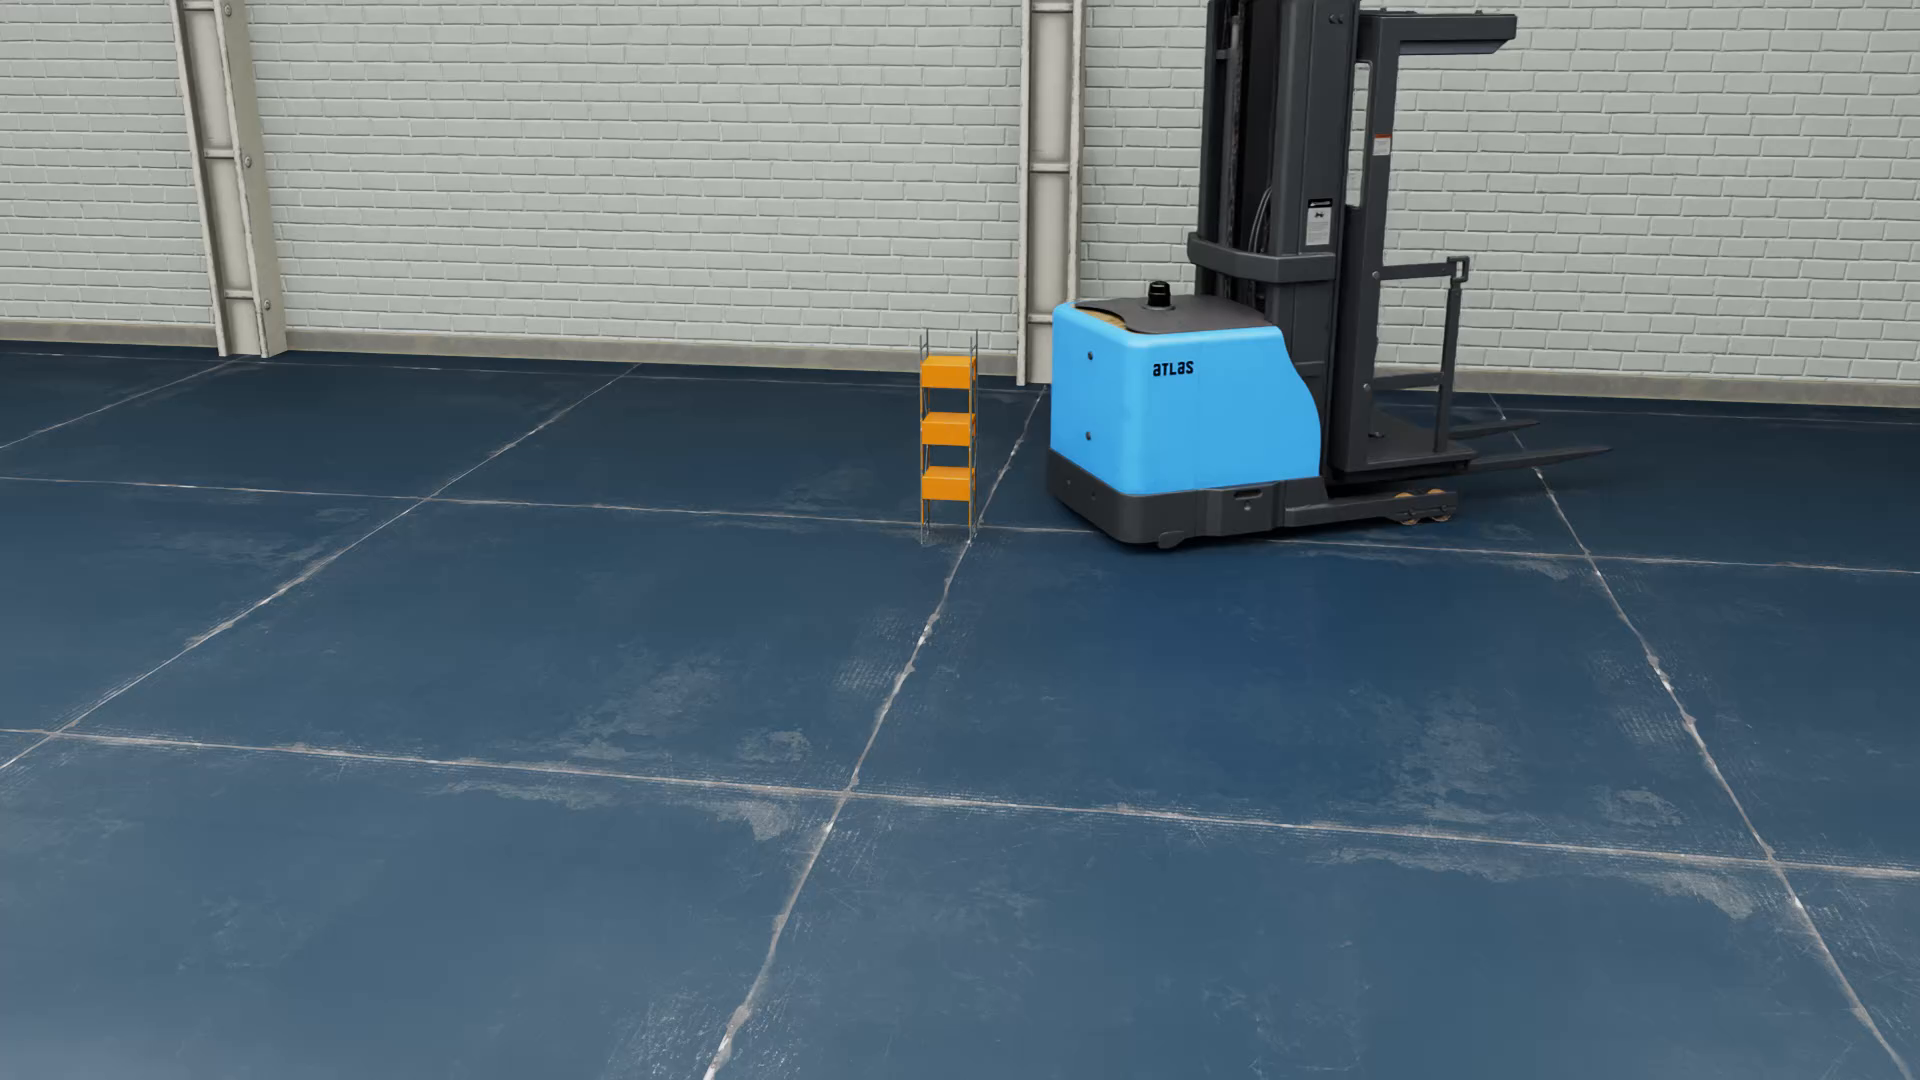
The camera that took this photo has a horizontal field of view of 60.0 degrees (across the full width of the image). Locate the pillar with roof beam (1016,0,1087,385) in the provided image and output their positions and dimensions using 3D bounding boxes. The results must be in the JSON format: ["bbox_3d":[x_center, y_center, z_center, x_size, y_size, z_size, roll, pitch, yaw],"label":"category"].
[{"bbox_3d":[-0.071,-4.029,6.164,0.400,9.000,9.100,3,19,9],"label":"pillar with roof beam"}]

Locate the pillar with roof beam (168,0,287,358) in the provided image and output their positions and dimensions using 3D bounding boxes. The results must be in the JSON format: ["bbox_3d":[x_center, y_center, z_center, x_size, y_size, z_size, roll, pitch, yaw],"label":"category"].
[{"bbox_3d":[-5.996,-4.331,7.066,0.400,9.000,9.100,3,19,9],"label":"pillar with roof beam"}]

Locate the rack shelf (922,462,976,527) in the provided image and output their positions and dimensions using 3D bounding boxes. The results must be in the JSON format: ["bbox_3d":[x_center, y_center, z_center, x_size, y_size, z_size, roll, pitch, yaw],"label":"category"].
[{"bbox_3d":[-0.053,-0.227,8.236,0.240,0.259,0.215,3,19,9],"label":"rack shelf"}]

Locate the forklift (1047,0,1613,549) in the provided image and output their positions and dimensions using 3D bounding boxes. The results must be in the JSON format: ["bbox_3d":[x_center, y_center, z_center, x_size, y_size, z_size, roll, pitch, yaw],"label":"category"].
[{"bbox_3d":[2.037,-1.614,8.508,3.031,2.935,1.130,-7,20,-19],"label":"forklift"}]

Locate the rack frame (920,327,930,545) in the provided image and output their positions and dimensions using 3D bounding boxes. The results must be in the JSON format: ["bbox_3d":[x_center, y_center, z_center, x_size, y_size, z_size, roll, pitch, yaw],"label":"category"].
[{"bbox_3d":[-0.173,-0.507,8.163,0.008,1.050,0.200,3,19,9],"label":"rack frame"}]

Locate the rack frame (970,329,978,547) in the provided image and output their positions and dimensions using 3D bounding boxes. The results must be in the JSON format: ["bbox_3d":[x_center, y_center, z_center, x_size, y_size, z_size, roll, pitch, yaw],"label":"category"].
[{"bbox_3d":[0.068,-0.494,8.126,0.008,1.050,0.200,3,19,9],"label":"rack frame"}]

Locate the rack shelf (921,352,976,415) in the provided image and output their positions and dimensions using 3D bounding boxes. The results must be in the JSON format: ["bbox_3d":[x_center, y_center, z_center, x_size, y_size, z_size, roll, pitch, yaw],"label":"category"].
[{"bbox_3d":[-0.053,-0.760,8.058,0.240,0.259,0.215,3,19,9],"label":"rack shelf"}]

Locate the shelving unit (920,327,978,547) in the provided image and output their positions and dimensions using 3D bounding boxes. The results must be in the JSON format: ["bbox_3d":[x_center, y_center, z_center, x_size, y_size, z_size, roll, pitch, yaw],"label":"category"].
[{"bbox_3d":[-0.053,-0.501,8.145,0.252,1.050,0.215,3,19,9],"label":"shelving unit"}]

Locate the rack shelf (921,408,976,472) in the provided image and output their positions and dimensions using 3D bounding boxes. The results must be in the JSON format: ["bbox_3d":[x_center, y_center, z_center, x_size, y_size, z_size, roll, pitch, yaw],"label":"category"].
[{"bbox_3d":[-0.053,-0.491,8.148,0.240,0.259,0.215,3,19,9],"label":"rack shelf"}]
